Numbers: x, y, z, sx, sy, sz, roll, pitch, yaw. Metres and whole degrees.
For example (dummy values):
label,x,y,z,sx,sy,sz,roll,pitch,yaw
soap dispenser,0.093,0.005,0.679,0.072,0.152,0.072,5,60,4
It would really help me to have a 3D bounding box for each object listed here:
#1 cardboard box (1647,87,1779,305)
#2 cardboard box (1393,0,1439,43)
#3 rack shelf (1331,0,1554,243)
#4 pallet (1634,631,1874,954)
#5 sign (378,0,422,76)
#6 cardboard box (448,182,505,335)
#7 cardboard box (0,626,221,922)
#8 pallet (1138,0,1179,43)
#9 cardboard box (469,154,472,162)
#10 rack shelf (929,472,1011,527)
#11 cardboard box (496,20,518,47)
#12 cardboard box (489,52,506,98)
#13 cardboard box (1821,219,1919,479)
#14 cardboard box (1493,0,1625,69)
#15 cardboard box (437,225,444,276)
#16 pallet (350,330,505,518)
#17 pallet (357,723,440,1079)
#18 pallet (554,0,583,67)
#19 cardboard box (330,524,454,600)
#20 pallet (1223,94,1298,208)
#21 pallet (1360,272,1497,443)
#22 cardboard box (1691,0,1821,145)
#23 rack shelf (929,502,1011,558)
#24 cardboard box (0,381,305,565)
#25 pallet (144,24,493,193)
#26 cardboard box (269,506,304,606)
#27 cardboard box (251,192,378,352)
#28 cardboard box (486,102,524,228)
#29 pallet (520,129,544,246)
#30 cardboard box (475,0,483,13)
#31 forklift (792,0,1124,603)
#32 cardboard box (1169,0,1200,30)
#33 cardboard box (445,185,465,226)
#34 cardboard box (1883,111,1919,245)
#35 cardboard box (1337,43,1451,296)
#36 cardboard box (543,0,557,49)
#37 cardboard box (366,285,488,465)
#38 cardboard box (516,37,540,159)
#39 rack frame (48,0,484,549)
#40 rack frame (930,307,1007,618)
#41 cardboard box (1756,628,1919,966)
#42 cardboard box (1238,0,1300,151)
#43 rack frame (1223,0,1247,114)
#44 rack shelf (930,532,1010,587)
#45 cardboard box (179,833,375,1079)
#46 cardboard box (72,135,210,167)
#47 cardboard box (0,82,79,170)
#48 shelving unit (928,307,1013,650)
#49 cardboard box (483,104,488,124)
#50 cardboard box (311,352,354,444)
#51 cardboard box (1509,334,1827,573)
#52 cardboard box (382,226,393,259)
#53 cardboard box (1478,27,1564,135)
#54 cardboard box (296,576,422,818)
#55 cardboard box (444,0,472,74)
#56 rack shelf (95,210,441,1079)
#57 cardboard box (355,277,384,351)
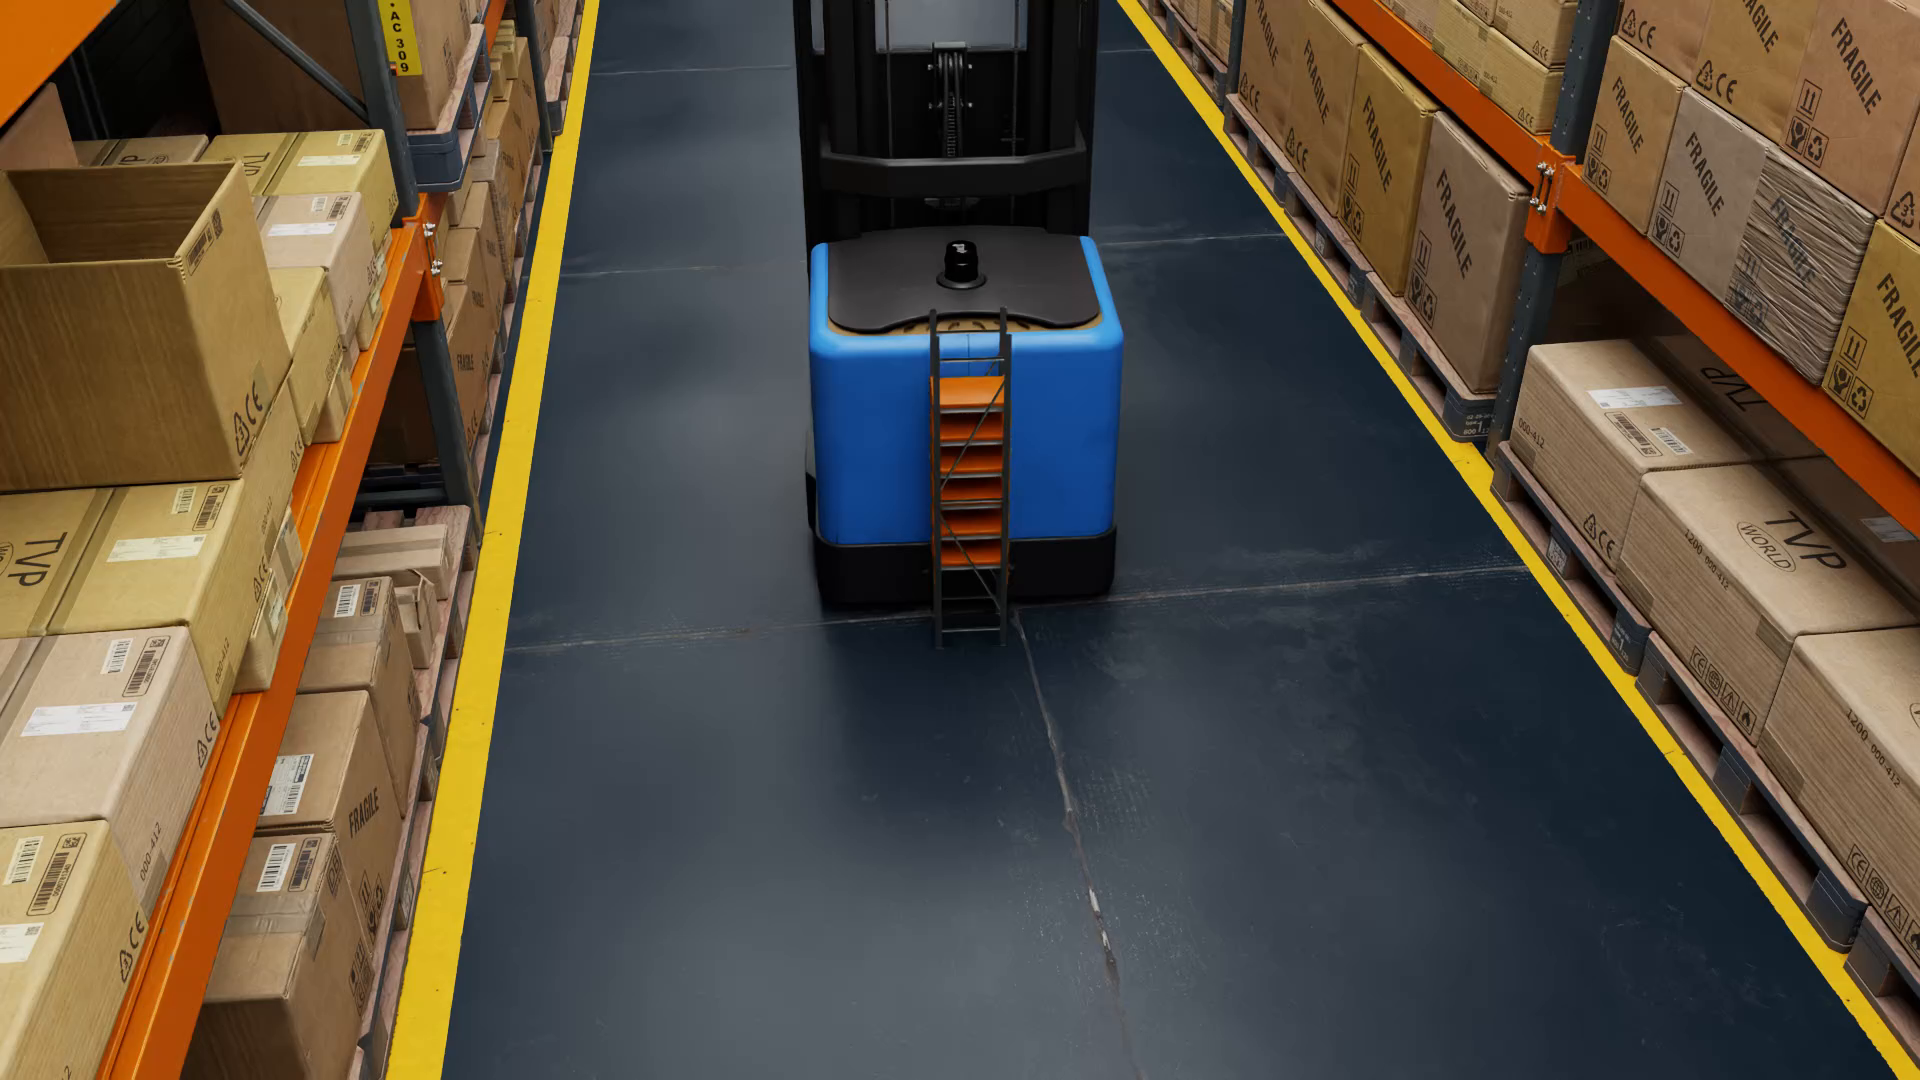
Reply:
label,x,y,z,sx,sy,sz,roll,pitch,yaw
cardboard box,2.494,-1.061,5.054,0.500,0.500,0.500,-4,34,-6
cardboard box,2.201,-2.319,7.122,0.500,0.250,0.500,-5,35,-8
rack shelf,2.358,-2.401,7.748,1.077,0.370,4.000,-4,35,-6
pallet,2.819,0.683,5.061,1.003,0.211,1.213,-4,35,-6
sign,-1.754,-1.607,5.176,0.100,0.325,0.005,-4,35,-6
cardboard box,-2.277,-1.207,7.204,0.500,0.500,0.500,-5,35,-8
cardboard box,-1.615,0.412,2.851,0.500,0.250,0.500,-4,34,-6
pallet,1.825,-3.778,11.606,1.003,0.211,1.213,-4,35,-6
cardboard box,-2.378,-1.706,7.360,0.380,0.149,0.250,-4,35,-6
rack shelf,0.032,-0.138,5.466,0.258,0.103,0.180,-2,34,-3
cardboard box,-2.512,-2.589,8.656,0.380,0.149,0.250,-6,35,-9
cardboard box,-2.452,-2.288,8.215,0.380,0.149,0.250,-5,35,-8
cardboard box,2.624,-0.495,4.224,0.500,0.500,0.500,-3,34,-5
cardboard box,2.327,-1.954,6.144,0.500,0.250,0.500,-4,35,-6
cardboard box,-2.235,-1.124,6.507,0.380,0.149,0.250,-6,35,-9
pallet,-2.438,-0.503,6.801,1.003,0.211,1.213,-4,35,-6
pallet,-2.032,1.014,4.575,1.003,0.211,1.213,-4,35,-6
pallet,-3.062,-3.426,11.089,1.003,0.211,1.213,-4,35,-6
cardboard box,-1.925,0.089,5.614,0.380,0.149,0.250,-5,35,-8
pallet,2.121,-2.216,9.315,1.003,0.211,1.213,-4,35,-6
pallet,2.449,-0.855,7.317,1.003,0.211,1.213,-4,35,-6
cardboard box,2.513,-1.470,4.767,0.500,0.500,0.500,-5,35,-7
rack shelf,0.032,-0.039,5.534,0.258,0.103,0.180,-2,34,-3
cardboard box,-1.776,-0.154,3.682,0.500,0.250,0.500,-5,35,-8
pallet,-2.290,-1.579,6.074,1.003,0.211,1.213,-4,35,-6
cardboard box,-1.705,0.059,3.722,0.380,0.149,0.250,-4,34,-5
cardboard box,-1.899,-0.721,4.513,0.500,0.250,0.500,-4,35,-6
cardboard box,-2.429,-1.785,8.053,0.500,0.500,0.500,-3,34,-4
pallet,-2.766,-1.865,8.799,1.003,0.211,1.213,-4,35,-6
cardboard box,-2.310,-2.433,6.695,0.700,0.500,0.500,-5,35,-7
forklift,-0.066,-1.796,6.283,1.130,2.935,3.031,-2,34,-3
cardboard box,1.916,-3.629,10.872,0.950,0.372,0.625,-5,35,-7
cardboard box,-2.282,-1.418,6.939,0.380,0.149,0.250,-4,35,-6
cardboard box,2.636,-0.902,3.933,0.500,0.500,0.500,-5,35,-7
cardboard box,2.335,-1.721,7.626,0.875,0.875,0.875,-3,34,-5
cardboard box,-2.995,-3.342,10.226,0.875,0.625,0.625,-3,34,-5
cardboard box,-2.133,-0.632,6.360,0.500,0.500,0.500,-3,34,-4
cardboard box,-2.559,-2.357,8.892,0.500,0.500,0.500,-3,34,-5
rack frame,-2.291,-1.204,5.353,1.000,3.000,0.127,-4,35,-6
rack frame,0.026,-0.226,5.516,0.240,1.200,0.006,-2,34,-3
cardboard box,2.846,0.664,4.514,0.875,0.438,0.875,-3,34,-5
cardboard box,2.100,-2.718,9.089,0.875,0.875,0.875,-5,35,-7
rack frame,2.089,-3.814,9.184,1.000,3.000,0.127,-4,35,-6
rack shelf,0.032,0.060,5.601,0.258,0.103,0.180,-2,34,-3
cardboard box,-1.818,1.059,3.879,0.700,0.500,0.500,-3,34,-4
cardboard box,-2.492,-0.968,4.876,0.500,0.250,0.500,-5,35,-7
cardboard box,-2.354,-0.724,3.852,0.500,0.500,0.500,-5,35,-8
shelving unit,0.032,-0.175,5.441,0.258,1.200,0.189,-2,34,-3
cardboard box,-2.428,-1.998,7.790,0.380,0.149,0.250,-5,35,-7
cardboard box,-1.812,-0.366,4.346,0.380,0.149,0.250,-5,35,-7
cardboard box,2.605,-0.339,5.985,0.875,0.438,0.875,-5,35,-7
cardboard box,-1.998,-0.942,5.191,0.380,0.149,0.250,-4,34,-6
cardboard box,2.317,-1.751,6.290,0.500,0.250,0.500,-5,35,-8
cardboard box,-1.957,0.480,4.729,0.700,0.500,0.500,-6,35,-8
cardboard box,-2.204,-1.995,6.052,0.700,0.500,0.500,-4,34,-6
rack shelf,-2.022,0.209,3.918,1.077,0.370,4.000,-4,35,-6
cardboard box,-1.882,-0.655,4.770,0.380,0.149,0.250,-4,34,-5
